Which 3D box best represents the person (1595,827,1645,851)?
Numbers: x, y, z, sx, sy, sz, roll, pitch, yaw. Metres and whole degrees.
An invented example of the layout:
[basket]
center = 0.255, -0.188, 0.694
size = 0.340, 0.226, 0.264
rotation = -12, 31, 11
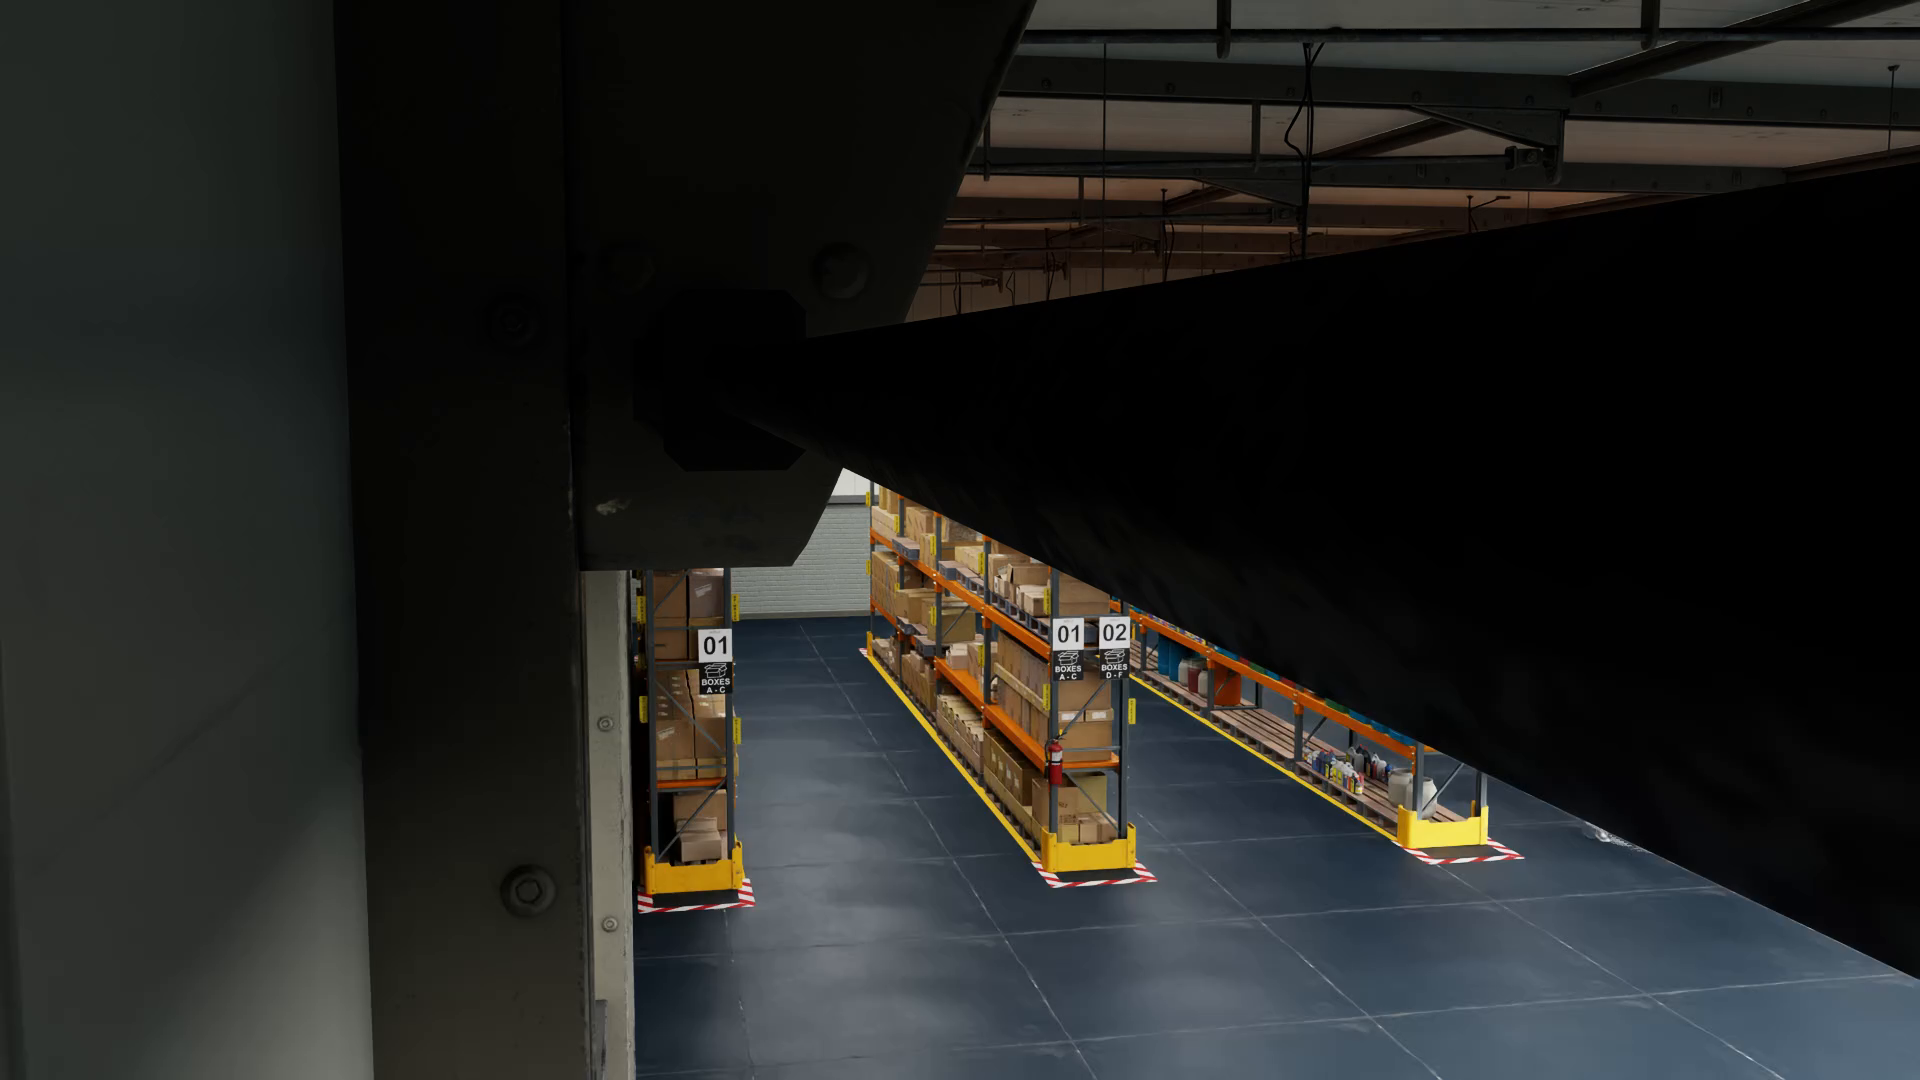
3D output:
[person]
center = 8.696, 3.261, 21.893
size = 0.451, 1.560, 0.786
rotation = 0, 6, -4
